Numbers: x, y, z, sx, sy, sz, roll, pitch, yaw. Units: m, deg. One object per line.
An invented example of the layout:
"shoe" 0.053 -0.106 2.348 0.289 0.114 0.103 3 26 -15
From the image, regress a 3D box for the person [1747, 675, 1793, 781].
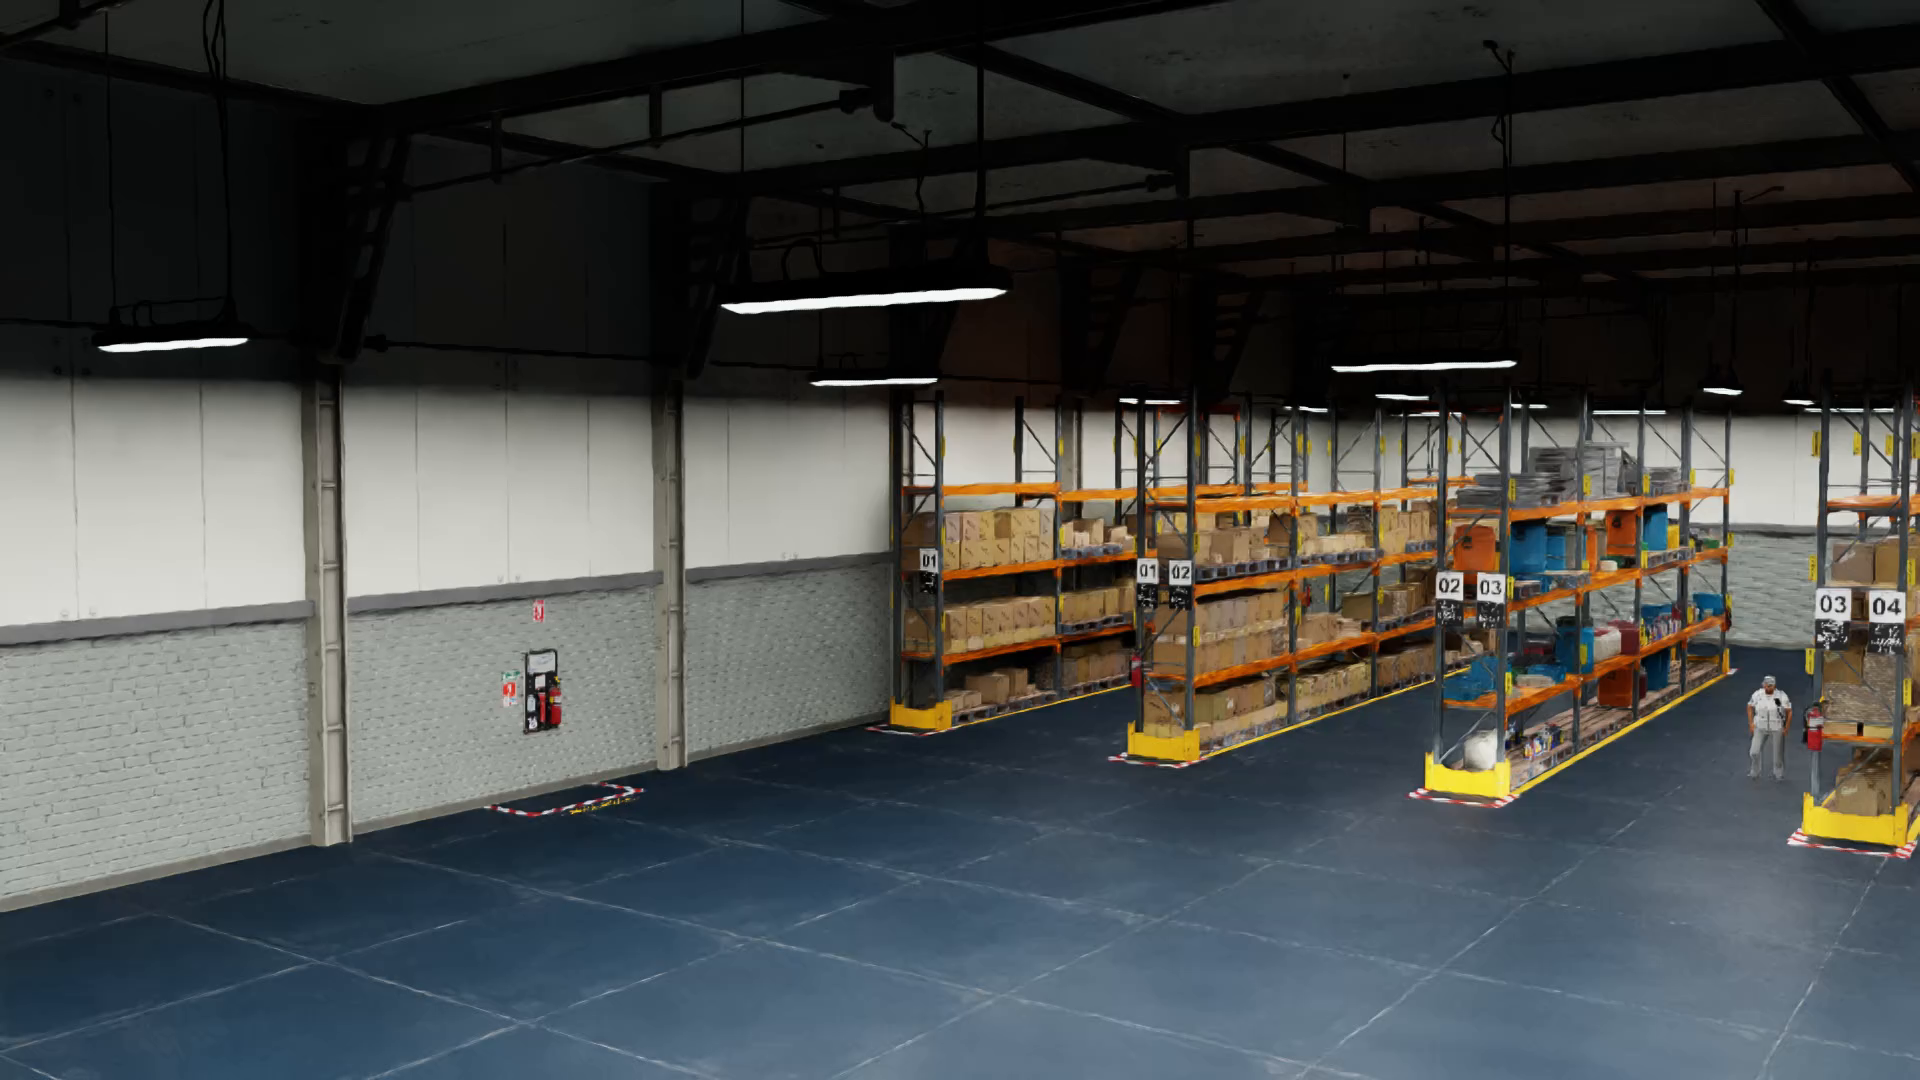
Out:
"person" 12.097 2.805 24.868 0.626 1.610 0.578 2 4 33
